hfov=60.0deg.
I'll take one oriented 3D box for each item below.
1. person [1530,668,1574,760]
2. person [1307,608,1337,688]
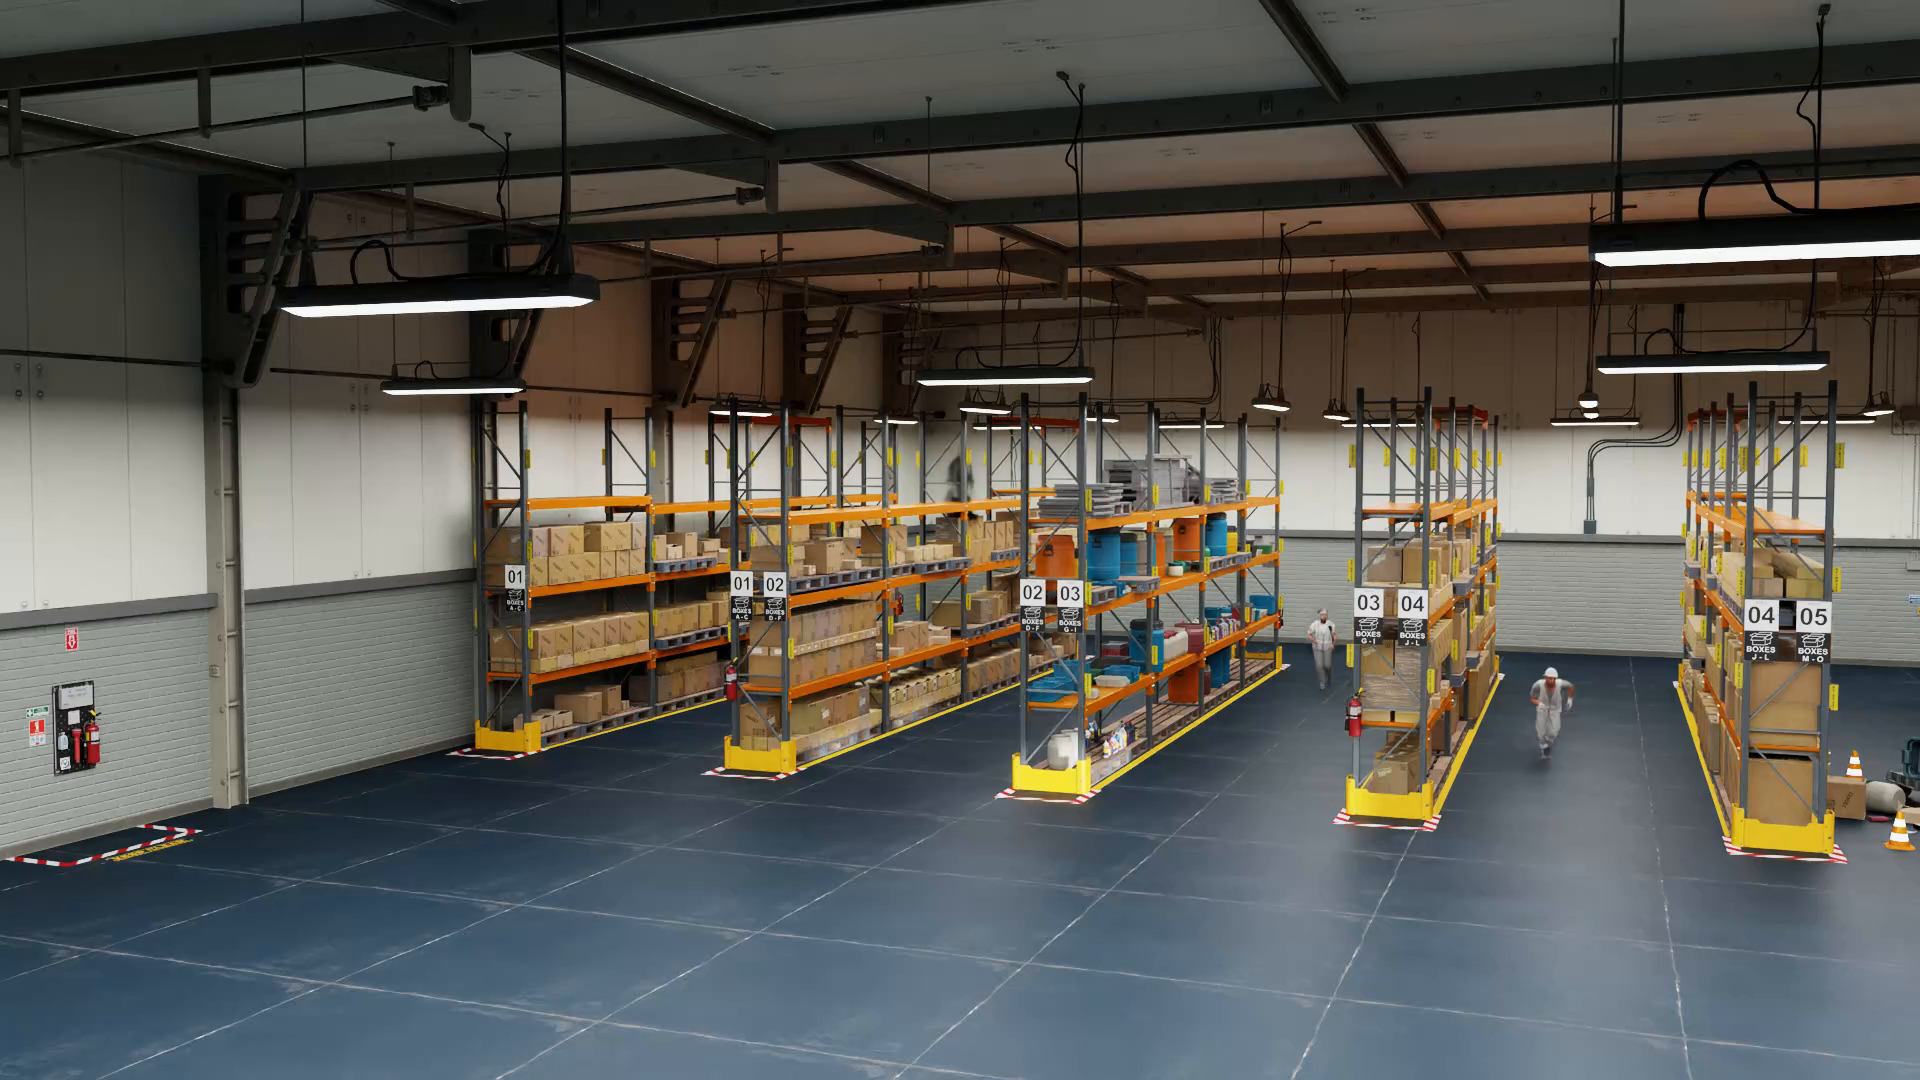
[{"bbox_3d":[9.734,2.871,27.347,0.698,1.595,0.850,1,3,15],"label":"person"},{"bbox_3d":[7.921,2.364,36.348,0.642,1.753,0.604,0,3,10],"label":"person"}]
